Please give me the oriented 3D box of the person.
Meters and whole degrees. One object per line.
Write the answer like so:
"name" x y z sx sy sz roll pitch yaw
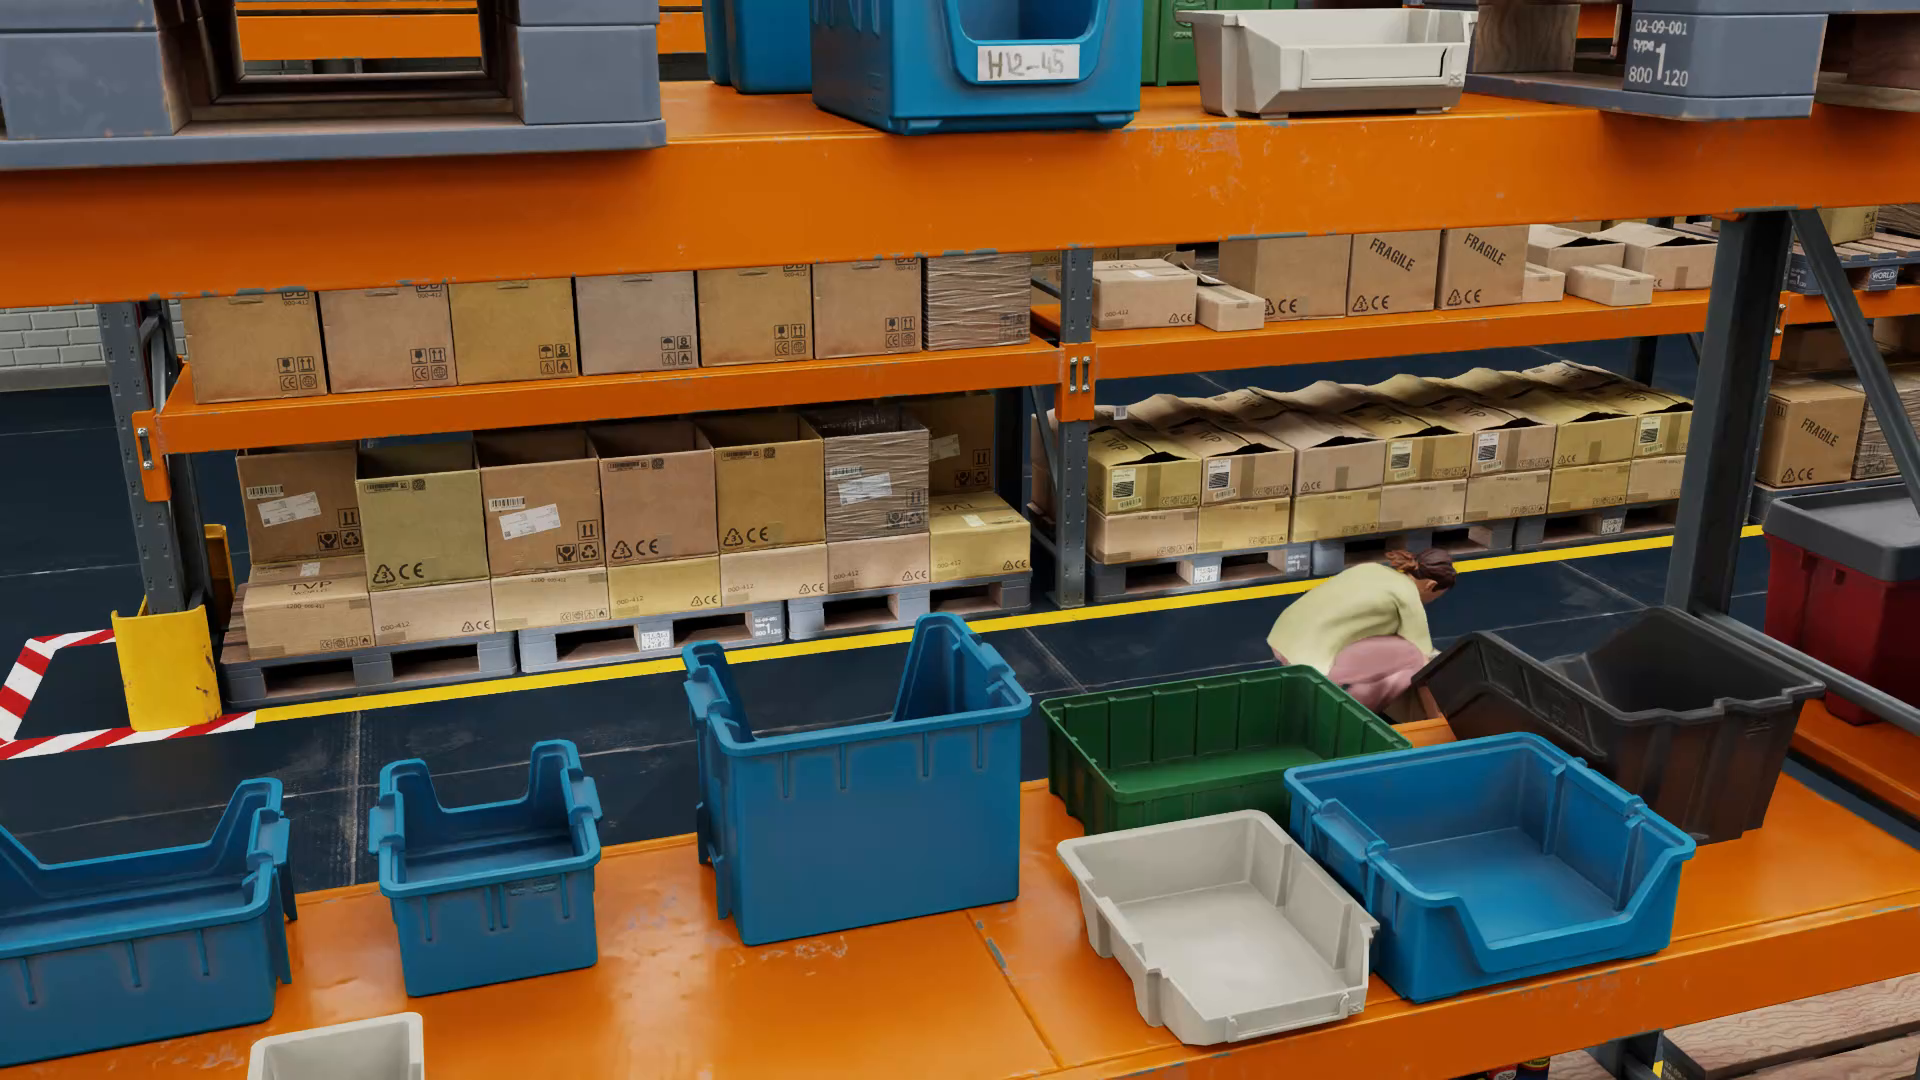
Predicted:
"person" 1.654 0.450 6.801 0.835 0.818 0.465 -6 20 -18
